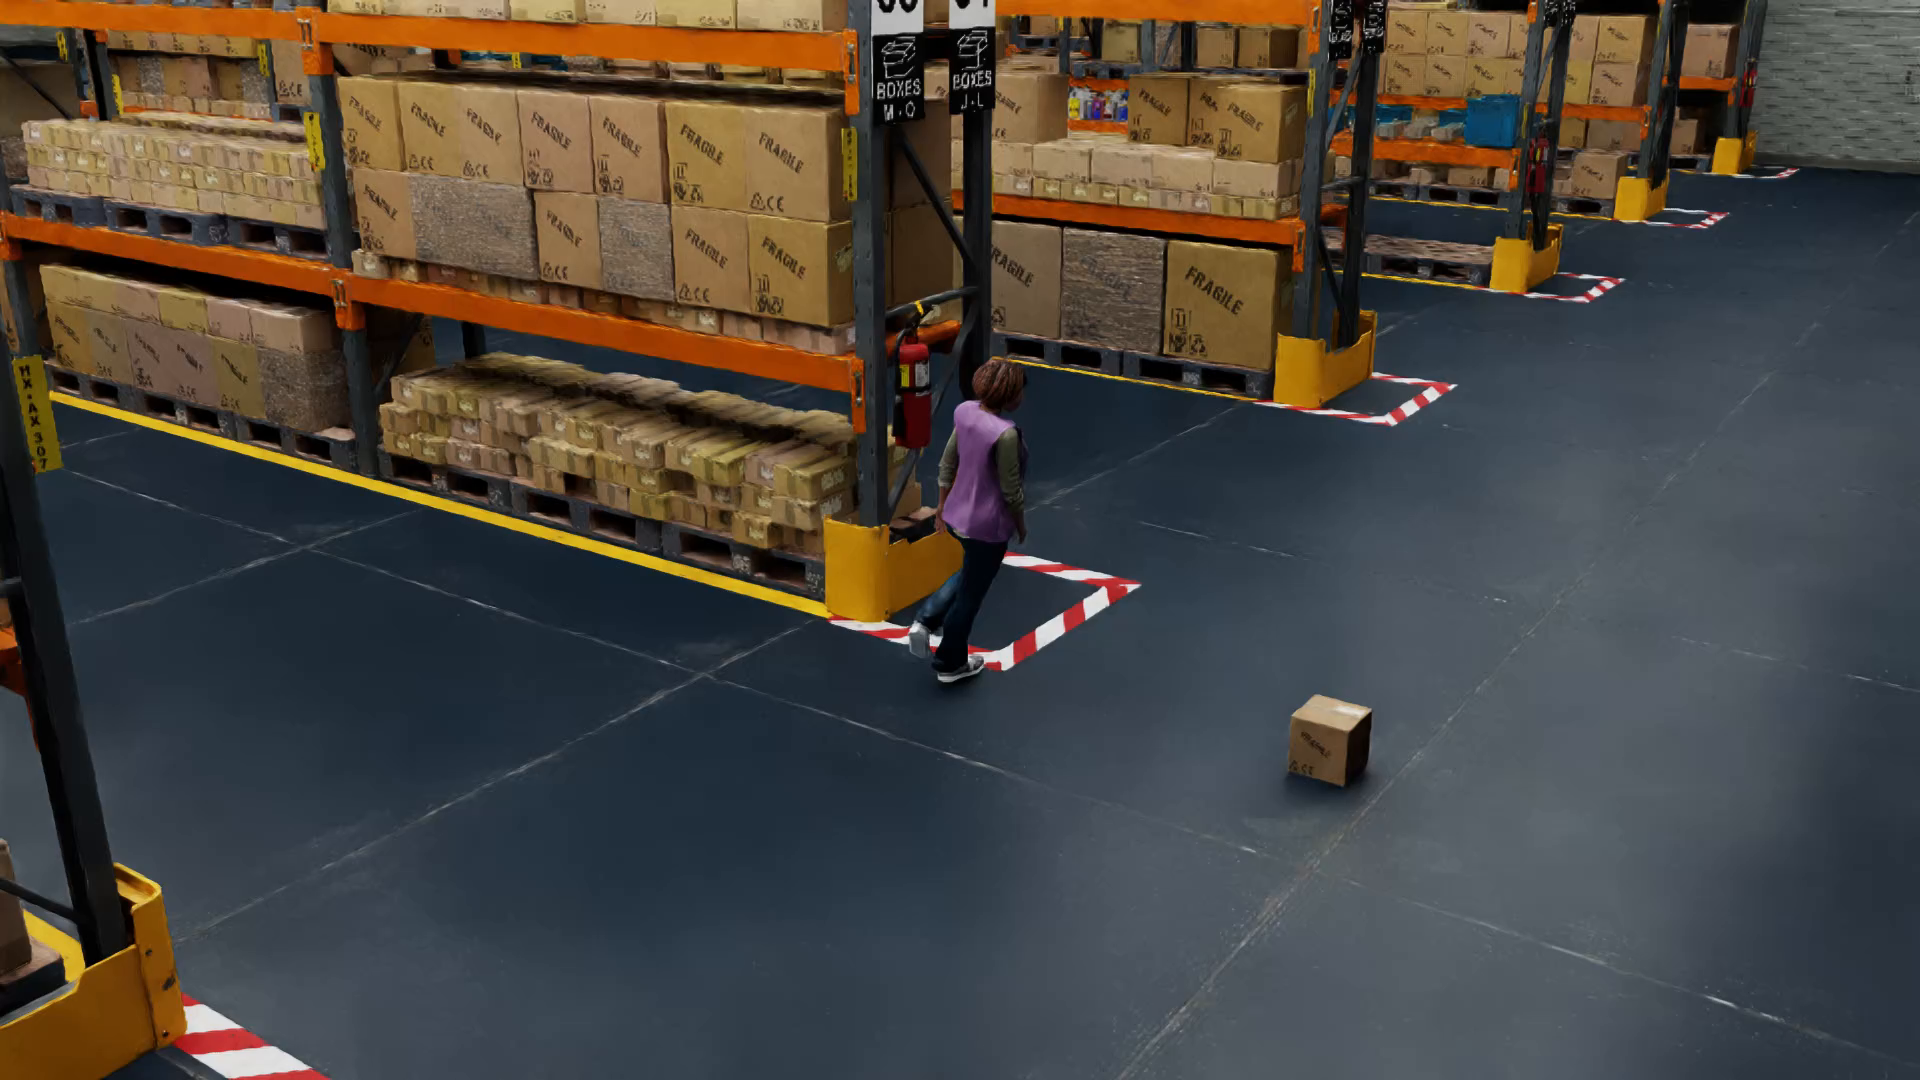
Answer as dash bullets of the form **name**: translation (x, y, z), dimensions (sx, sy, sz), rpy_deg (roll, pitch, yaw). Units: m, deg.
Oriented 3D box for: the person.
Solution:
- **person**: translation (0.054, -0.066, 7.263), dimensions (0.459, 1.551, 0.570), rpy_deg (-11, 23, -28)
